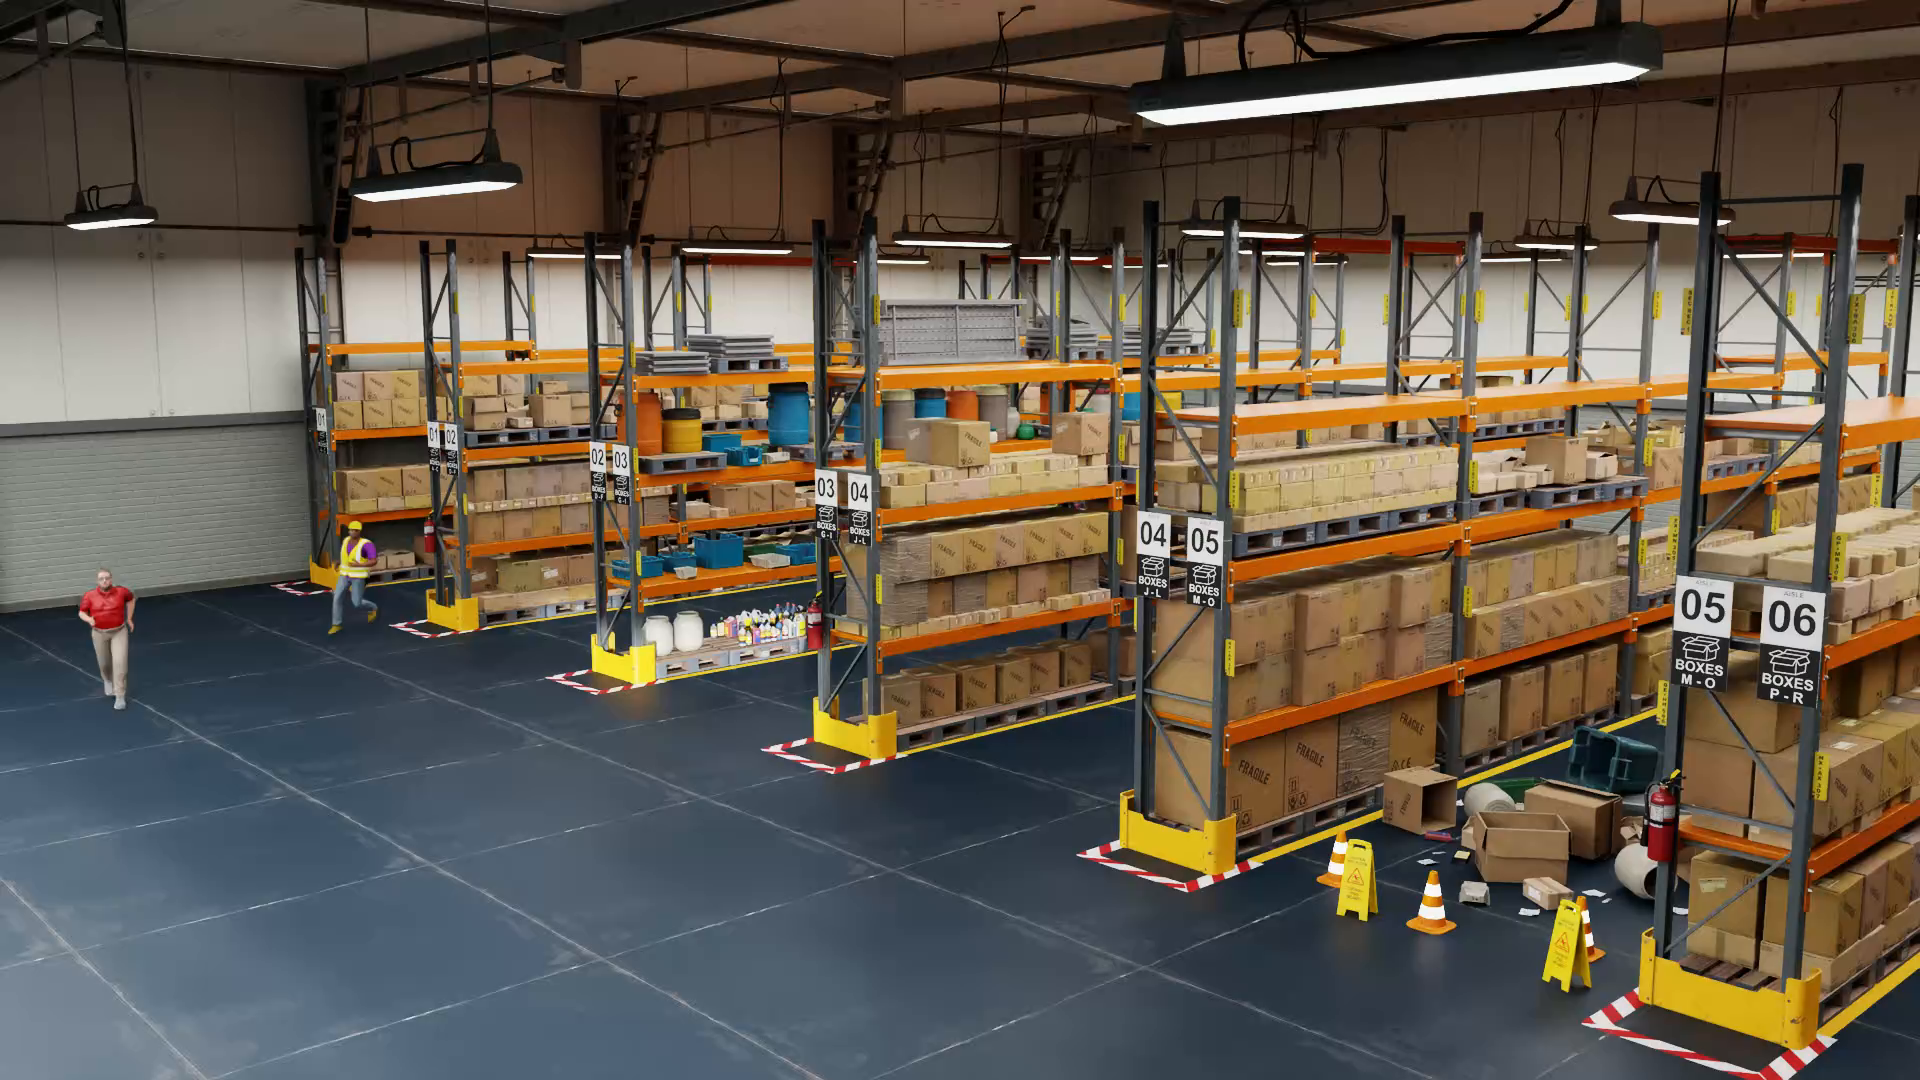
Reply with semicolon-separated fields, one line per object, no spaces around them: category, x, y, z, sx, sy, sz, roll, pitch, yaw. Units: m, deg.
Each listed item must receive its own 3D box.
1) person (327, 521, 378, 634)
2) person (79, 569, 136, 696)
person;-9.374;0.561;25.797;0.731;1.729;0.856;2;9;14
person;-10.816;1.160;21.132;0.629;1.614;0.906;-3;9;-22
